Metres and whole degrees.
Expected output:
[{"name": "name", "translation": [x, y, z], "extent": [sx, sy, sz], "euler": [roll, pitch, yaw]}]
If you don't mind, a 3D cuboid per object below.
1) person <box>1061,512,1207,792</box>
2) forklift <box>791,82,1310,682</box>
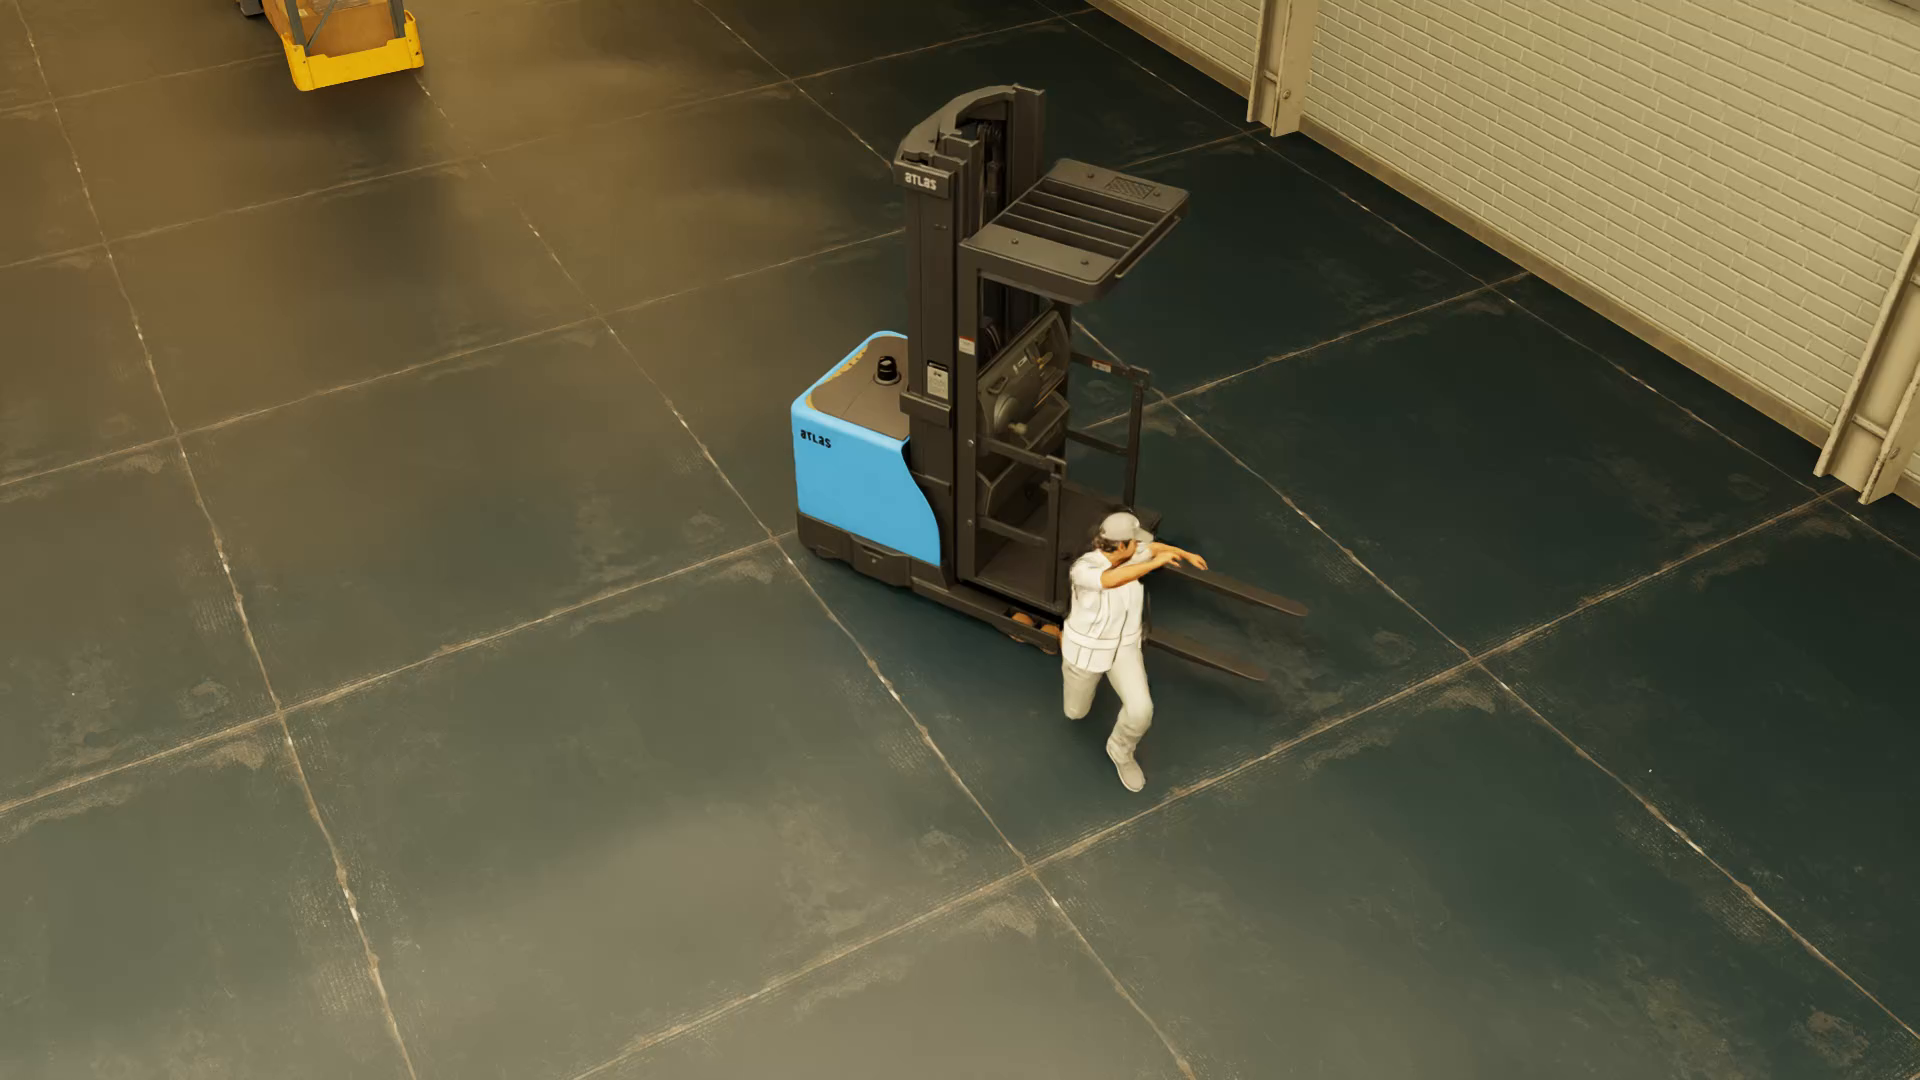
[{"name": "person", "translation": [0.981, 0.488, 8.672], "extent": [0.923, 1.372, 0.922], "euler": [-10, 41, -12]}, {"name": "forklift", "translation": [0.532, -0.865, 9.080], "extent": [3.031, 2.935, 1.130], "euler": [21, 44, 23]}]
